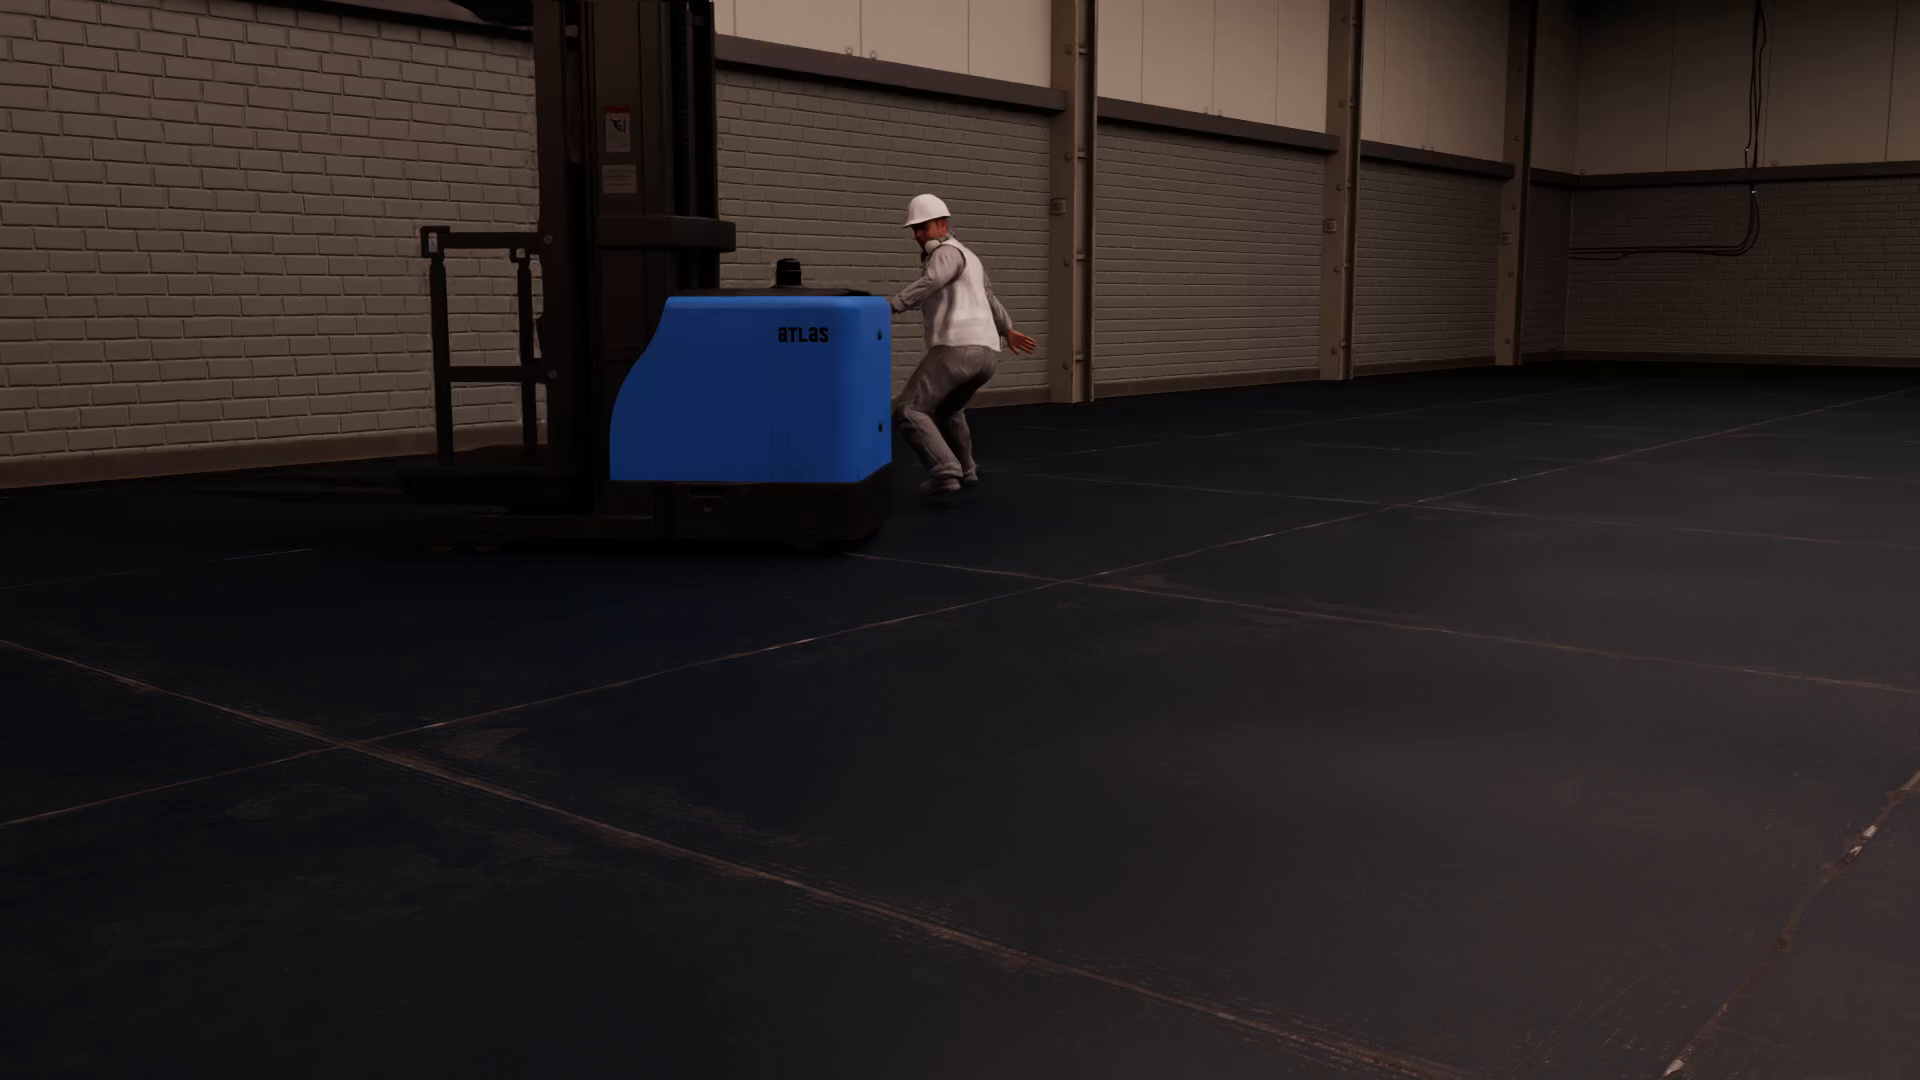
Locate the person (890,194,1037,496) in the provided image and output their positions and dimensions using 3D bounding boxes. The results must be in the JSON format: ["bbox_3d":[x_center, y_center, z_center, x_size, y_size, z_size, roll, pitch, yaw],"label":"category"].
[{"bbox_3d":[-0.034,-0.982,8.949,0.563,1.730,1.067,4,9,24],"label":"person"}]

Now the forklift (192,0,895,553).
[{"bbox_3d":[-1.859,-1.472,7.340,3.031,2.935,1.130,1,8,6],"label":"forklift"}]
